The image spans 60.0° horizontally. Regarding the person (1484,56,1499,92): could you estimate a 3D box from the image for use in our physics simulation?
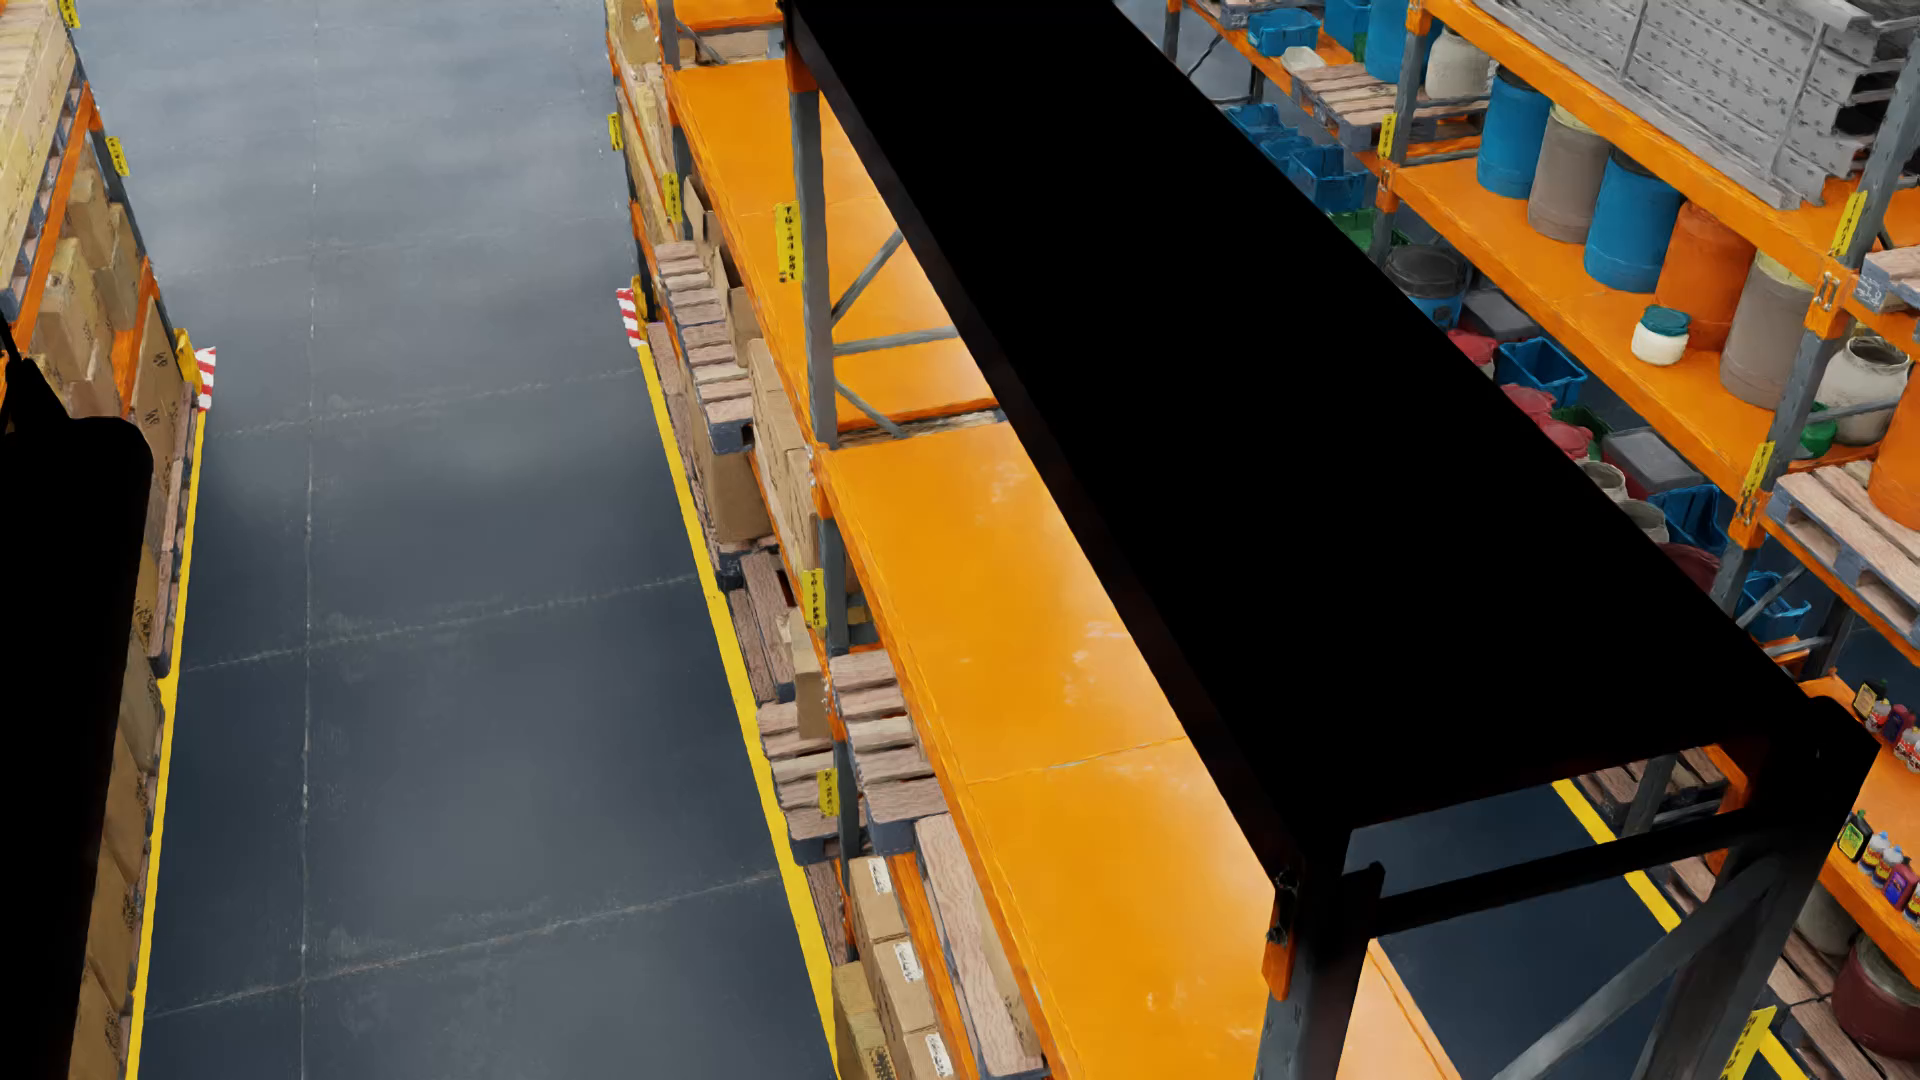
[{"bbox_3d":[5.481,-4.965,17.702,0.596,1.746,0.969,-27,46,-30],"label":"person"}]
